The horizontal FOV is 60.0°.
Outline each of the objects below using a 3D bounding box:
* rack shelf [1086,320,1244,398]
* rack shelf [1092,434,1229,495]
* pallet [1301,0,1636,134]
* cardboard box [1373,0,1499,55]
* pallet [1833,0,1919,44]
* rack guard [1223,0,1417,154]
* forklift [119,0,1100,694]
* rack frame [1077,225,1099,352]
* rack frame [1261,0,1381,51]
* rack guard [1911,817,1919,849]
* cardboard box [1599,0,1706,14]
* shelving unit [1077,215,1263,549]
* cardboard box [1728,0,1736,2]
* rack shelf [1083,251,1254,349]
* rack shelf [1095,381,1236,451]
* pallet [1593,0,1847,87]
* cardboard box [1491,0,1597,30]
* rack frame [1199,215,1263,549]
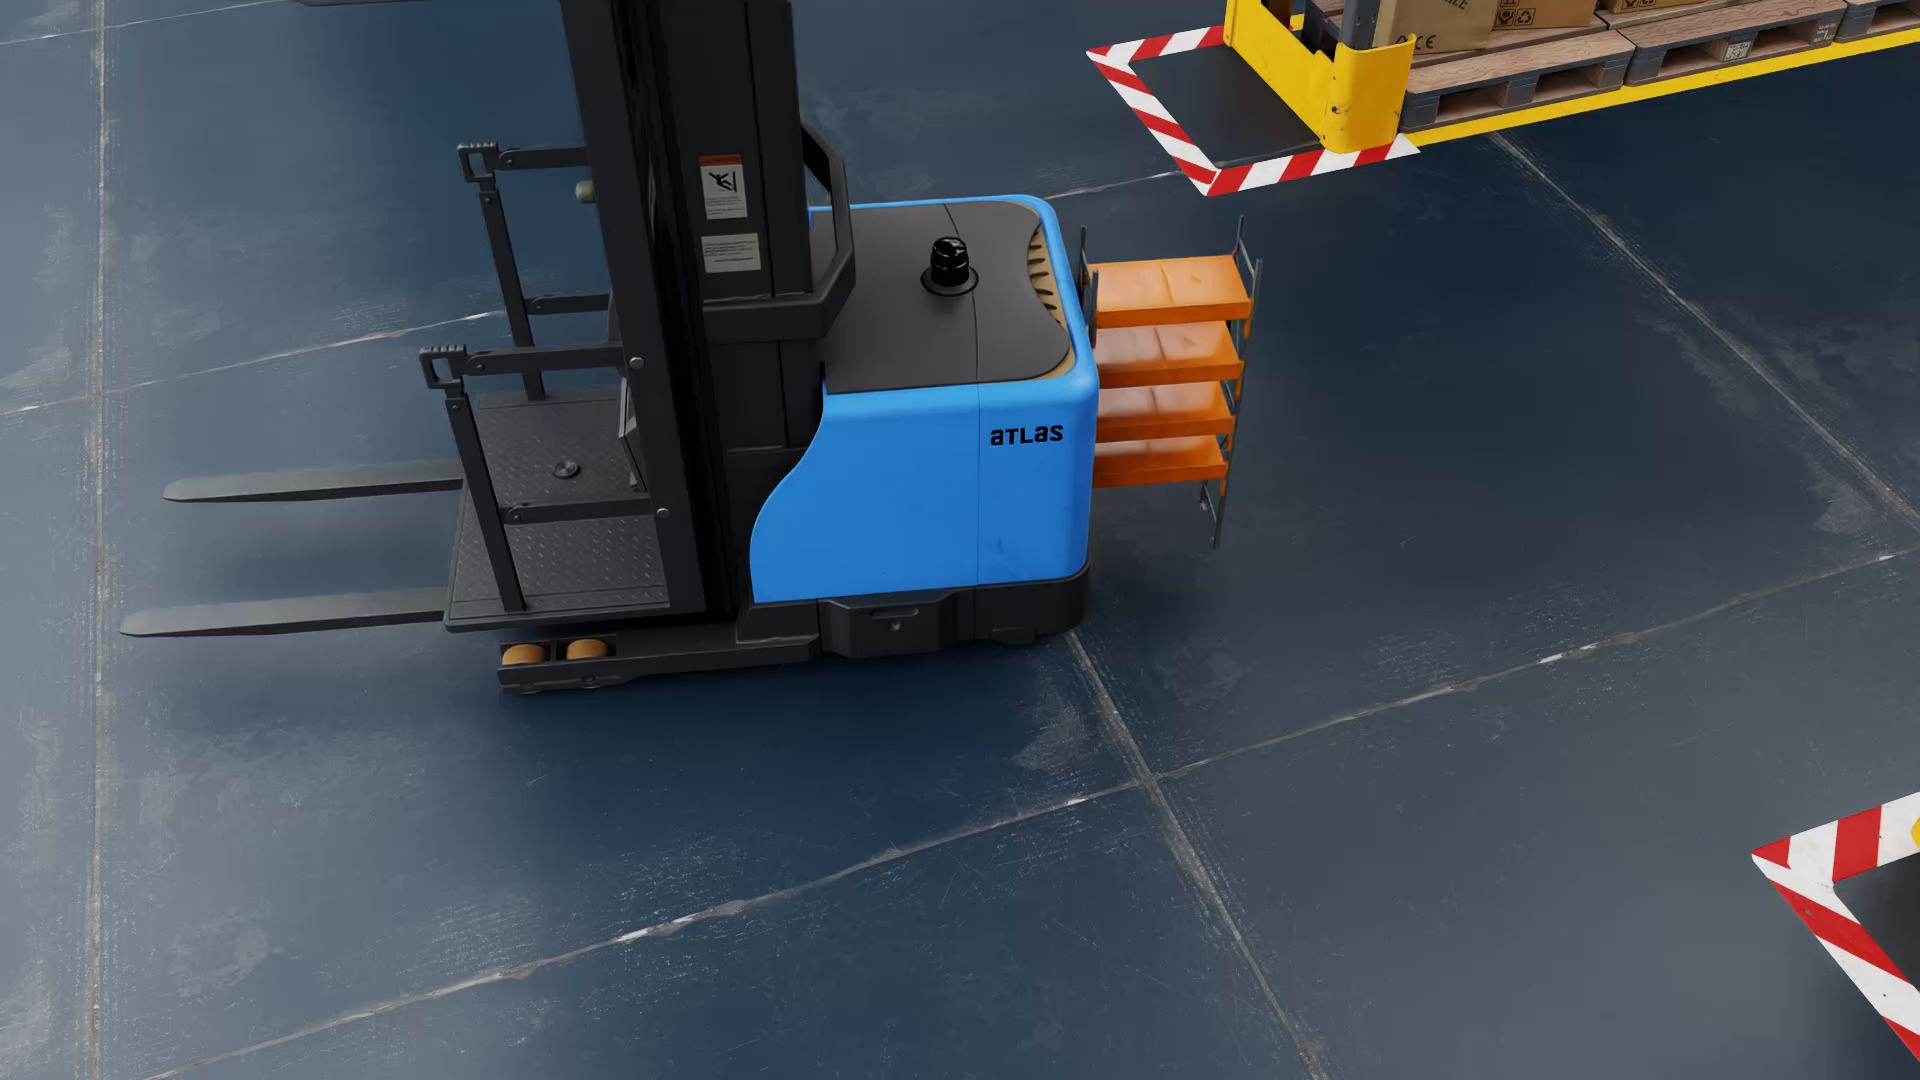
[{"bbox_3d":[0.625,-0.567,5.247,0.480,0.148,0.258,-5,45,-4],"label":"rack shelf"},{"bbox_3d":[0.625,-0.269,5.546,0.480,0.148,0.258,-5,45,-4],"label":"rack shelf"},{"bbox_3d":[2.417,-2.402,7.995,1.213,0.211,1.003,-14,47,-14],"label":"pallet"},{"bbox_3d":[2.162,-2.601,7.693,0.500,0.500,0.500,-6,45,-6],"label":"cardboard box"},{"bbox_3d":[4.712,-2.988,8.579,1.213,0.211,1.003,-14,47,-14],"label":"pallet"},{"bbox_3d":[1.641,-2.332,7.721,0.348,0.500,1.175,-14,47,-14],"label":"rack guard"},{"bbox_3d":[-1.140,-0.945,4.622,3.031,2.935,1.130,-5,45,-4],"label":"forklift"},{"bbox_3d":[0.383,-0.437,5.339,0.015,1.200,0.240,-5,45,-4],"label":"rack frame"},{"bbox_3d":[1.569,-3.196,6.817,0.127,3.000,1.000,-14,47,-14],"label":"rack frame"},{"bbox_3d":[3.136,1.021,4.379,0.348,0.500,1.175,-14,47,-14],"label":"rack guard"},{"bbox_3d":[3.308,-2.905,7.996,0.500,0.500,0.500,-10,46,-10],"label":"cardboard box"},{"bbox_3d":[0.625,-0.457,5.358,0.503,1.200,0.258,-5,45,-4],"label":"shelving unit"},{"bbox_3d":[3.849,-3.010,8.100,0.500,0.500,0.500,-18,48,-17],"label":"cardboard box"},{"bbox_3d":[0.625,-0.734,5.080,0.480,0.148,0.258,-5,45,-4],"label":"rack shelf"},{"bbox_3d":[0.625,-0.409,5.406,0.480,0.148,0.258,-5,45,-4],"label":"rack shelf"},{"bbox_3d":[3.563,-2.692,8.284,1.213,0.211,1.003,-14,47,-14],"label":"pallet"},{"bbox_3d":[2.713,-2.767,7.859,0.500,0.500,0.500,-3,45,-3],"label":"cardboard box"},{"bbox_3d":[0.868,-0.476,5.377,0.015,1.200,0.240,-5,45,-4],"label":"rack frame"}]
